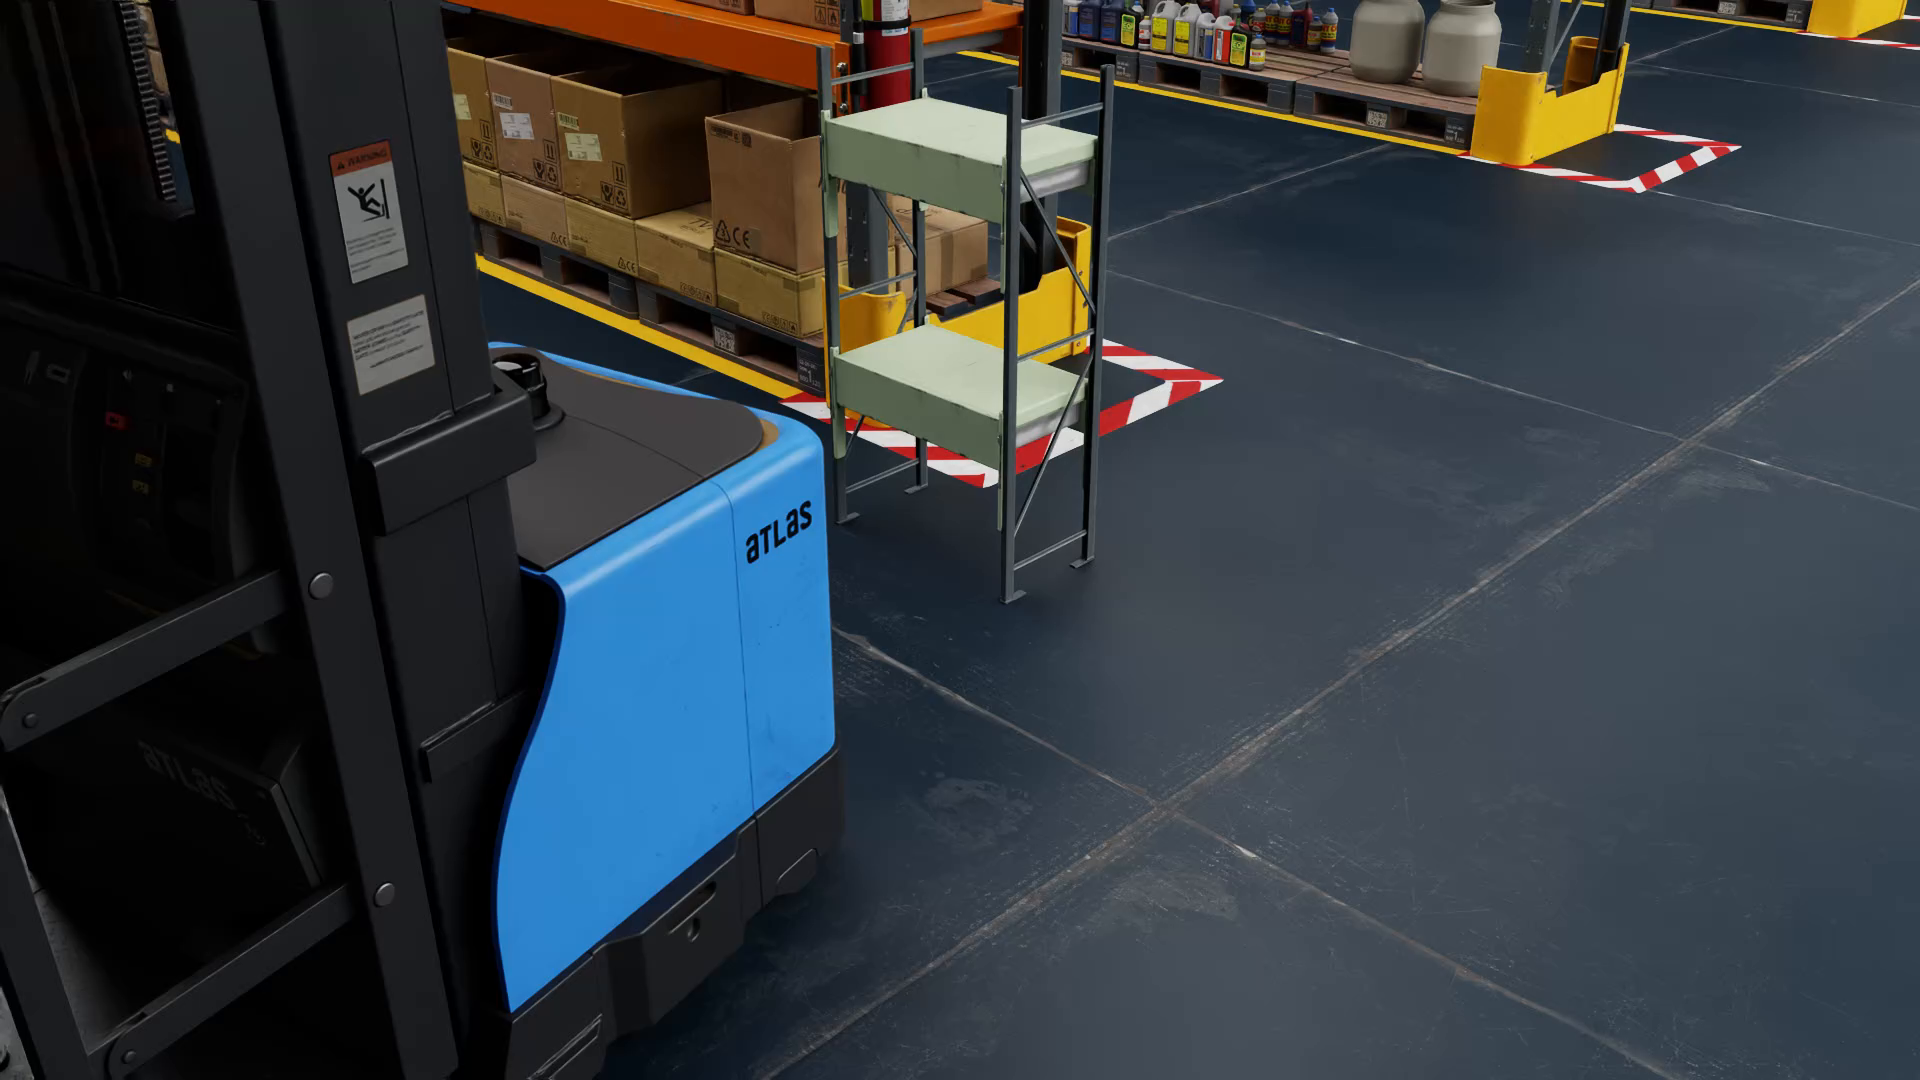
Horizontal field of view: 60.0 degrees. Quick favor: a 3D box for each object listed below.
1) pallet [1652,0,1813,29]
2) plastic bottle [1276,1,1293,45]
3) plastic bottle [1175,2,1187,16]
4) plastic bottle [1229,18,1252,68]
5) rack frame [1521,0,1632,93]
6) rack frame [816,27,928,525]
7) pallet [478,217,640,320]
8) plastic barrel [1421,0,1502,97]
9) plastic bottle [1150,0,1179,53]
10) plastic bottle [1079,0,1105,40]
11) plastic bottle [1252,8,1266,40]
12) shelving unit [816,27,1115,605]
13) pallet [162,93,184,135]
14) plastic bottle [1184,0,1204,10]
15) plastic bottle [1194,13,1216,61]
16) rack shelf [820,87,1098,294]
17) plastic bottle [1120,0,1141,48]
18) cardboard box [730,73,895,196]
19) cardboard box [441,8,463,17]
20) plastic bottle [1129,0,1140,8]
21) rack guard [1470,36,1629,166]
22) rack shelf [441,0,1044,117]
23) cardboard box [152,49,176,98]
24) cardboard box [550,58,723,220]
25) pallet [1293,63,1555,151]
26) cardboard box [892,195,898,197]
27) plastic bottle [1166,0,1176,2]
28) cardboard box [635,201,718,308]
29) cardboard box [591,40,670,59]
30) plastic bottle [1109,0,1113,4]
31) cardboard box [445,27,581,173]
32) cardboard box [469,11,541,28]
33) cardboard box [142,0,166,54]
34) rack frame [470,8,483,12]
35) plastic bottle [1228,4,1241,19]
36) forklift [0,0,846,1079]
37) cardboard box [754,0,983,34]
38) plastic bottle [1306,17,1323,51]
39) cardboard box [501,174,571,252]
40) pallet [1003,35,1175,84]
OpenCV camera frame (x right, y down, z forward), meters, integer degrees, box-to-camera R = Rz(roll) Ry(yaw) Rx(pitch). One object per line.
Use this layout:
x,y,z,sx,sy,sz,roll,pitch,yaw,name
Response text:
6.329,-4.331,13.260,1.213,0.211,1.003,25,36,38,pallet
2.147,-3.414,10.979,0.097,0.271,0.097,0,28,0,plastic bottle
1.421,-3.370,10.891,0.135,0.276,0.152,25,36,38,plastic bottle
1.752,-3.098,10.365,0.061,0.283,0.133,-24,36,-38,plastic bottle
3.465,-3.620,8.912,0.127,3.000,1.000,25,36,38,rack frame
-0.256,-0.781,5.124,0.023,1.500,0.400,25,36,38,rack frame
-1.450,-1.377,7.642,1.213,0.211,1.003,25,36,38,pallet
2.942,-2.894,9.753,0.421,0.512,0.421,0,28,0,plastic barrel
1.335,-3.346,10.764,0.185,0.351,0.144,24,36,38,plastic bottle
0.898,-3.546,11.145,0.144,0.351,0.185,-24,36,-38,plastic bottle
2.005,-3.448,11.118,0.097,0.201,0.097,0,28,0,plastic bottle
0.005,-0.662,4.897,0.755,1.500,0.431,25,36,38,shelving unit
-4.289,-2.674,10.109,1.213,0.211,1.003,25,36,38,pallet
1.588,-3.593,11.306,0.133,0.283,0.061,25,36,38,plastic bottle
1.589,-3.200,10.566,0.135,0.276,0.152,23,36,37,plastic bottle
0.005,-1.007,4.715,0.720,0.370,0.431,25,36,38,rack shelf
1.121,-3.387,10.915,0.061,0.283,0.133,-23,36,-37,plastic bottle
-0.594,-1.690,6.938,0.500,0.500,0.500,25,36,38,cardboard box
-2.751,-2.328,8.152,0.500,0.500,0.500,25,36,38,cardboard box
1.173,-3.785,11.599,0.185,0.351,0.144,25,36,38,plastic bottle
3.378,-2.523,9.511,0.348,0.500,1.175,25,36,38,rack guard
-1.436,-2.312,7.196,4.000,0.370,1.077,25,36,38,rack shelf
-4.448,-2.790,9.835,0.500,0.250,0.500,-24,36,-38,cardboard box
-1.324,-1.676,6.912,0.500,0.500,0.500,25,36,38,cardboard box
2.803,-2.662,10.086,1.213,0.211,1.003,25,36,38,pallet
-0.596,-1.357,7.111,0.500,0.250,0.500,25,36,38,cardboard box
1.411,-3.770,11.571,0.185,0.351,0.144,22,35,36,plastic bottle
-0.965,-1.182,6.779,0.500,0.250,0.500,25,36,38,cardboard box
-1.304,-2.017,7.561,0.500,0.500,0.500,25,36,38,cardboard box
0.999,-3.594,11.236,0.185,0.351,0.144,25,36,38,plastic bottle
-2.038,-2.002,7.532,0.500,0.500,0.500,25,36,38,cardboard box
-2.030,-2.338,8.170,0.500,0.500,0.500,25,36,38,cardboard box
-4.438,-3.033,9.696,0.500,0.311,0.500,24,36,38,cardboard box
-2.862,-3.283,8.270,0.127,3.000,1.000,25,36,38,rack frame
1.858,-3.515,11.246,0.097,0.201,0.097,0,28,0,plastic bottle
-1.477,-0.124,2.336,1.130,2.935,3.031,16,32,28,forklift
-0.334,-2.178,6.062,0.500,0.500,0.700,25,36,38,cardboard box
2.317,-3.305,10.846,0.097,0.201,0.097,0,28,0,plastic bottle
-1.678,-1.509,7.399,0.500,0.250,0.500,25,36,38,cardboard box
1.063,-3.458,11.600,1.213,0.211,1.003,25,36,38,pallet
